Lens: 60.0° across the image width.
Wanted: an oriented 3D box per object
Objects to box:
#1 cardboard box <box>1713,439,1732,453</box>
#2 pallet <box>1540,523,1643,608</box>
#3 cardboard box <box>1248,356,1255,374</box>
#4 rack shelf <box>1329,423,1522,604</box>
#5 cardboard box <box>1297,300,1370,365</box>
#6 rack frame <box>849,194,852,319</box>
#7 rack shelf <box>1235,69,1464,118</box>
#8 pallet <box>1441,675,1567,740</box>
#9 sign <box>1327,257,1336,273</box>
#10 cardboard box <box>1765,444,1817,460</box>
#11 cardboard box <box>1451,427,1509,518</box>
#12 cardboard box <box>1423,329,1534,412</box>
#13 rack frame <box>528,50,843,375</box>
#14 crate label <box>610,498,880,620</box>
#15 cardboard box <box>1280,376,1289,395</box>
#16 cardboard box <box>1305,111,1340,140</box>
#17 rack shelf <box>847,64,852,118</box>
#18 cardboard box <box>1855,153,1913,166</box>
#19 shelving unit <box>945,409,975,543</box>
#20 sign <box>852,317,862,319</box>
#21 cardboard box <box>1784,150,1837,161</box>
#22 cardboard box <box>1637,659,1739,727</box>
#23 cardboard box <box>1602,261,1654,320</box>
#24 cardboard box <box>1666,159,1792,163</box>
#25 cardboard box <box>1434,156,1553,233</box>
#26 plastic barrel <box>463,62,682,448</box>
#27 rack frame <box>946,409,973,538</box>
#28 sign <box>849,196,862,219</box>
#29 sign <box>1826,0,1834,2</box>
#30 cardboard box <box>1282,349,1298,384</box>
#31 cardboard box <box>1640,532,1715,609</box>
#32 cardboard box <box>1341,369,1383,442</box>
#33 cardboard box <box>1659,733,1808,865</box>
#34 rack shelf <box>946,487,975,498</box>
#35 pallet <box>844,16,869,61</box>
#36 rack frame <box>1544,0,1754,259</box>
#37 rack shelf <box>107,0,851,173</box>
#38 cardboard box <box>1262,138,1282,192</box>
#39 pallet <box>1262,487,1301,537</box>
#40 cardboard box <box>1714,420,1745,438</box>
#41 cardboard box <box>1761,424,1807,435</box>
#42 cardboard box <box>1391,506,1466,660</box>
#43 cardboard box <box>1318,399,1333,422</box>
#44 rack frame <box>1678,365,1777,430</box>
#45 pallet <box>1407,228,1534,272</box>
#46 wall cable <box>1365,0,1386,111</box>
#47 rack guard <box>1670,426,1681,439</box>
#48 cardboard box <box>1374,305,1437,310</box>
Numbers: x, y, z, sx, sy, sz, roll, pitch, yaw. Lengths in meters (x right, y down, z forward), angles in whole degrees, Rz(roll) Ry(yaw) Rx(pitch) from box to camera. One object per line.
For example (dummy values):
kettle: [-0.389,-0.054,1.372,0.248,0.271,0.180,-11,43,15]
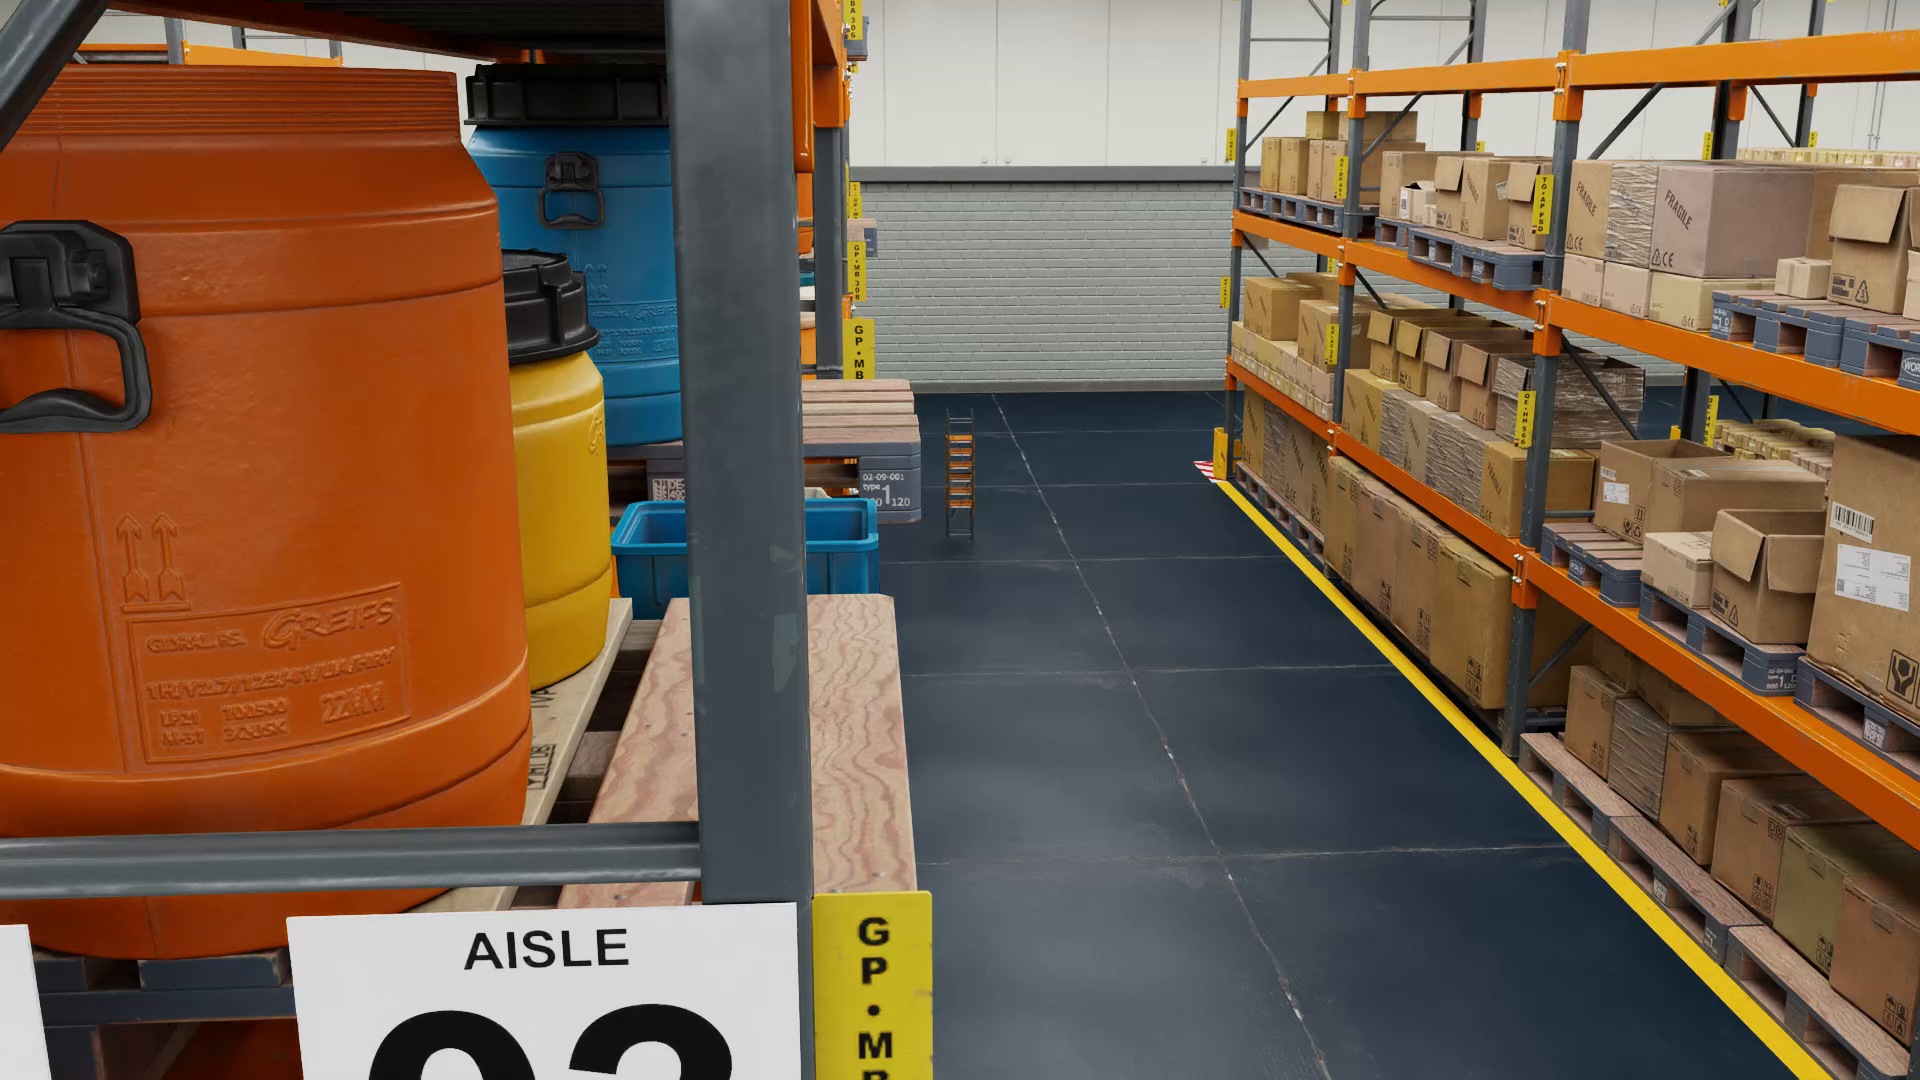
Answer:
cardboard box: [8.023,-0.953,17.216,0.380,0.149,0.250,-1,14,-4]
pallet: [3.975,0.120,9.149,1.213,0.211,1.003,-1,14,-3]
cardboard box: [3.073,-1.731,16.461,0.380,0.149,0.250,-1,14,-4]
rack shelf: [3.701,-0.297,11.830,1.077,0.370,4.000,-1,14,-3]
cardboard box: [3.255,-1.813,14.475,0.500,0.500,0.500,-1,14,-3]
rack frame: [-1.614,-2.062,17.243,1.000,3.000,0.127,-1,14,-3]
rack shelf: [3.453,-4.004,14.999,1.077,0.370,4.000,-1,14,-3]
pallet: [3.851,1.005,10.921,1.003,0.211,1.213,-1,14,-3]
sign: [3.872,-2.818,17.385,0.100,0.325,0.005,-1,14,-3]
cardboard box: [8.081,-0.838,16.171,0.380,0.149,0.250,-1,14,-3]
cardboard box: [3.522,-0.440,10.739,0.500,0.500,0.500,-1,14,-4]
cardboard box: [3.710,-1.194,11.655,0.797,0.503,0.637,0,14,-2]
rack frame: [-0.871,-1.983,4.896,1.000,3.000,0.127,-1,14,-3]
crate label: [-0.409,0.066,3.251,0.502,0.251,0.408,-1,14,-3]
cardboard box: [3.151,-1.412,15.222,0.380,0.149,0.250,-1,14,-4]
cardboard box: [3.444,-3.752,15.042,0.500,0.250,0.500,-1,14,-5]
rack shelf: [-1.243,-2.933,10.835,1.077,0.370,4.000,-1,14,-3]
cardboard box: [8.169,-3.343,14.700,0.380,0.149,0.250,-1,15,-6]
shelving unit: [0.001,-0.577,15.087,0.258,1.200,0.189,-1,14,-3]
sign: [-1.066,-2.153,17.271,0.100,0.325,0.005,-1,14,-3]
cardboard box: [8.156,-3.665,15.954,0.380,0.149,0.250,0,14,-2]
cardboard box: [3.939,0.784,8.812,0.500,0.250,0.500,1,14,3]
cardboard box: [3.631,-1.280,8.486,0.500,0.250,0.500,-1,14,-2]
cardboard box: [4.104,-1.777,8.912,0.500,0.500,0.500,-1,14,-2]
cardboard box: [3.677,-2.362,11.341,0.797,0.503,0.637,-1,14,-4]
plastic barrel: [-0.916,-0.727,4.187,0.600,0.901,0.708,-1,14,-3]
rack frame: [-0.005,-0.600,15.175,0.240,1.200,0.006,-1,14,-3]
sign: [-0.817,-2.532,13.033,0.100,0.325,0.005,-1,14,-3]
sign: [8.841,-5.627,16.870,0.100,0.325,0.005,-1,14,-3]
cardboard box: [3.221,-1.576,15.060,0.500,0.250,0.500,-1,14,-2]
cardboard box: [3.699,0.141,8.140,0.500,0.250,0.500,-1,14,-5]
cardboard box: [3.356,-1.073,13.201,0.500,0.500,0.500,-1,14,-3]
cardboard box: [3.975,1.294,8.334,0.700,0.500,0.500,0,14,1]
rack shelf: [0.001,-0.418,15.127,0.258,0.103,0.180,-1,14,-3]
pallet: [-1.133,-2.872,9.535,1.213,0.211,1.003,-1,14,-3]
rack frame: [3.825,-3.054,9.060,1.000,3.000,0.127,-1,14,-3]
rack shelf: [-0.747,-0.943,3.102,1.077,0.370,4.000,-1,14,-3]
cardboard box: [3.329,-3.621,16.038,0.700,0.500,0.500,-1,14,-5]
pallet: [3.529,-0.287,15.943,1.003,0.211,1.213,-1,14,-3]
cardboard box: [7.979,-1.165,17.442,0.380,0.149,0.250,-2,15,-6]
cardboard box: [8.530,-1.109,17.226,0.380,0.149,0.250,-1,14,-2]
cardboard box: [3.755,0.283,11.550,1.225,0.875,0.875,-1,14,-3]
cardboard box: [3.231,-1.092,13.980,0.380,0.149,0.250,-1,14,-3]
rack frame: [8.286,-2.189,17.740,1.000,3.000,0.127,-1,14,-3]
pallet: [3.660,-1.947,11.157,1.003,0.211,1.213,0,14,-1]
wall cable: [6.419,-8.061,22.064,2.277,5.999,0.120,-1,14,-3]
rack guard: [8.291,-0.960,17.978,1.175,0.500,0.348,-1,14,-3]
cardboard box: [3.803,-1.701,14.040,0.500,0.500,0.500,-1,14,-3]
